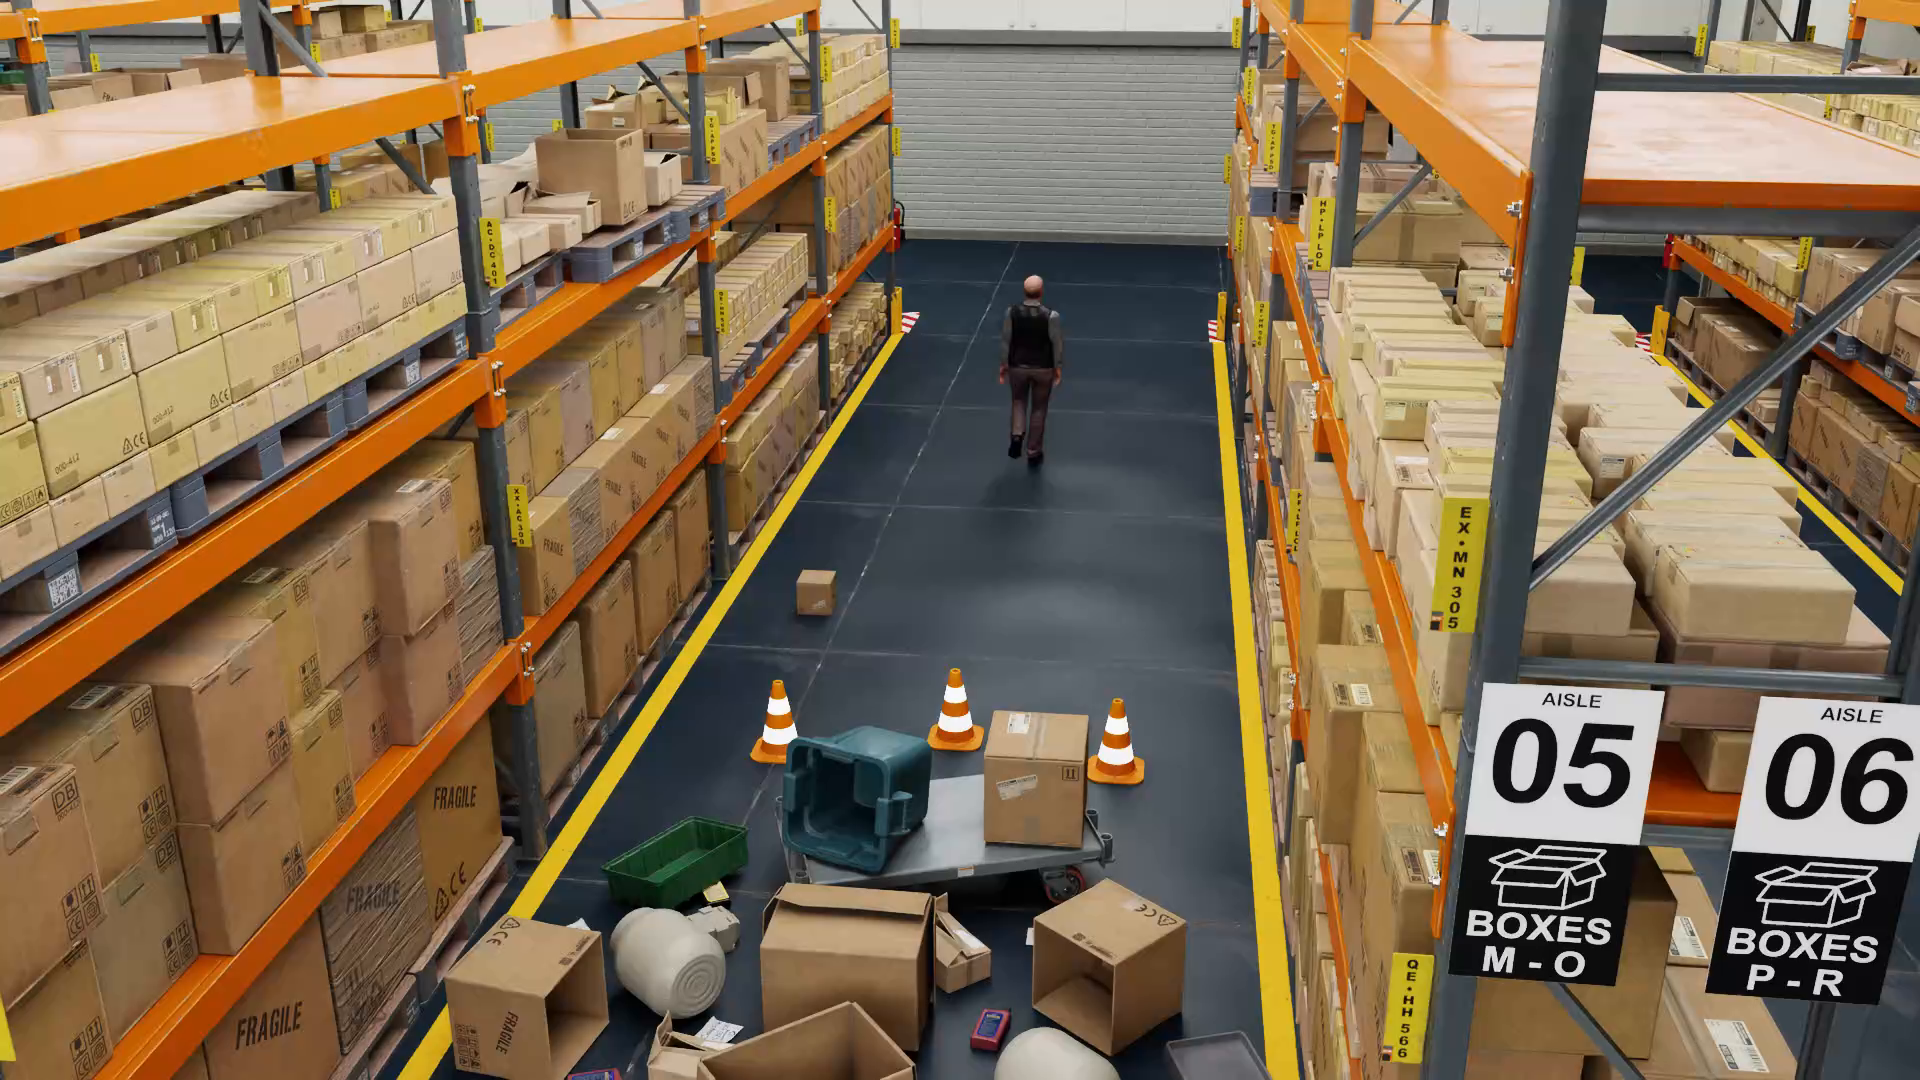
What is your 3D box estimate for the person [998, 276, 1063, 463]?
[{"bbox_3d":[0.650,-1.555,15.087,0.585,1.713,0.474,6,22,14],"label":"person"}]
